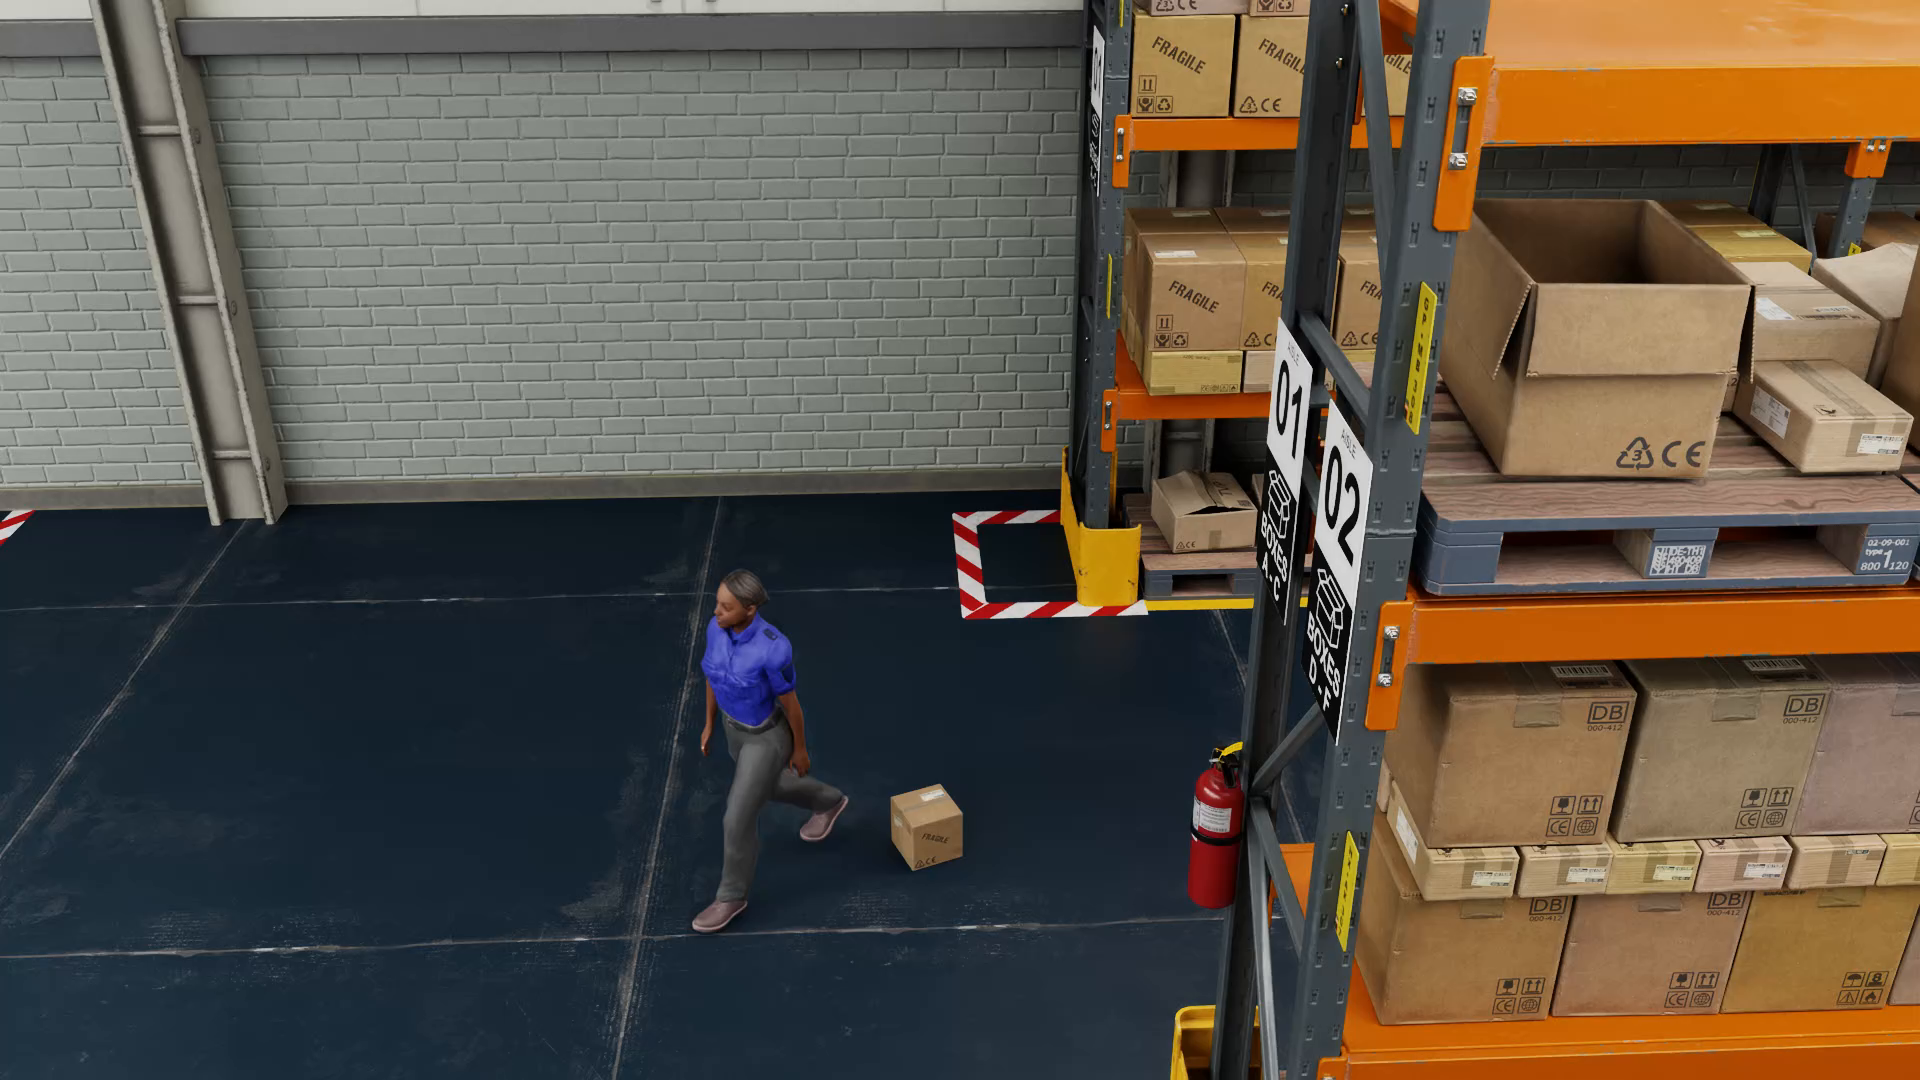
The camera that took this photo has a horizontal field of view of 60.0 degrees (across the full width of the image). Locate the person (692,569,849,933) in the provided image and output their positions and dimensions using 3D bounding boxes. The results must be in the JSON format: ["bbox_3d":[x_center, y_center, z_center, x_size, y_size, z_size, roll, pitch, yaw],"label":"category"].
[{"bbox_3d":[-0.849,0.799,7.106,0.971,1.607,0.462,-25,37,-39],"label":"person"}]
